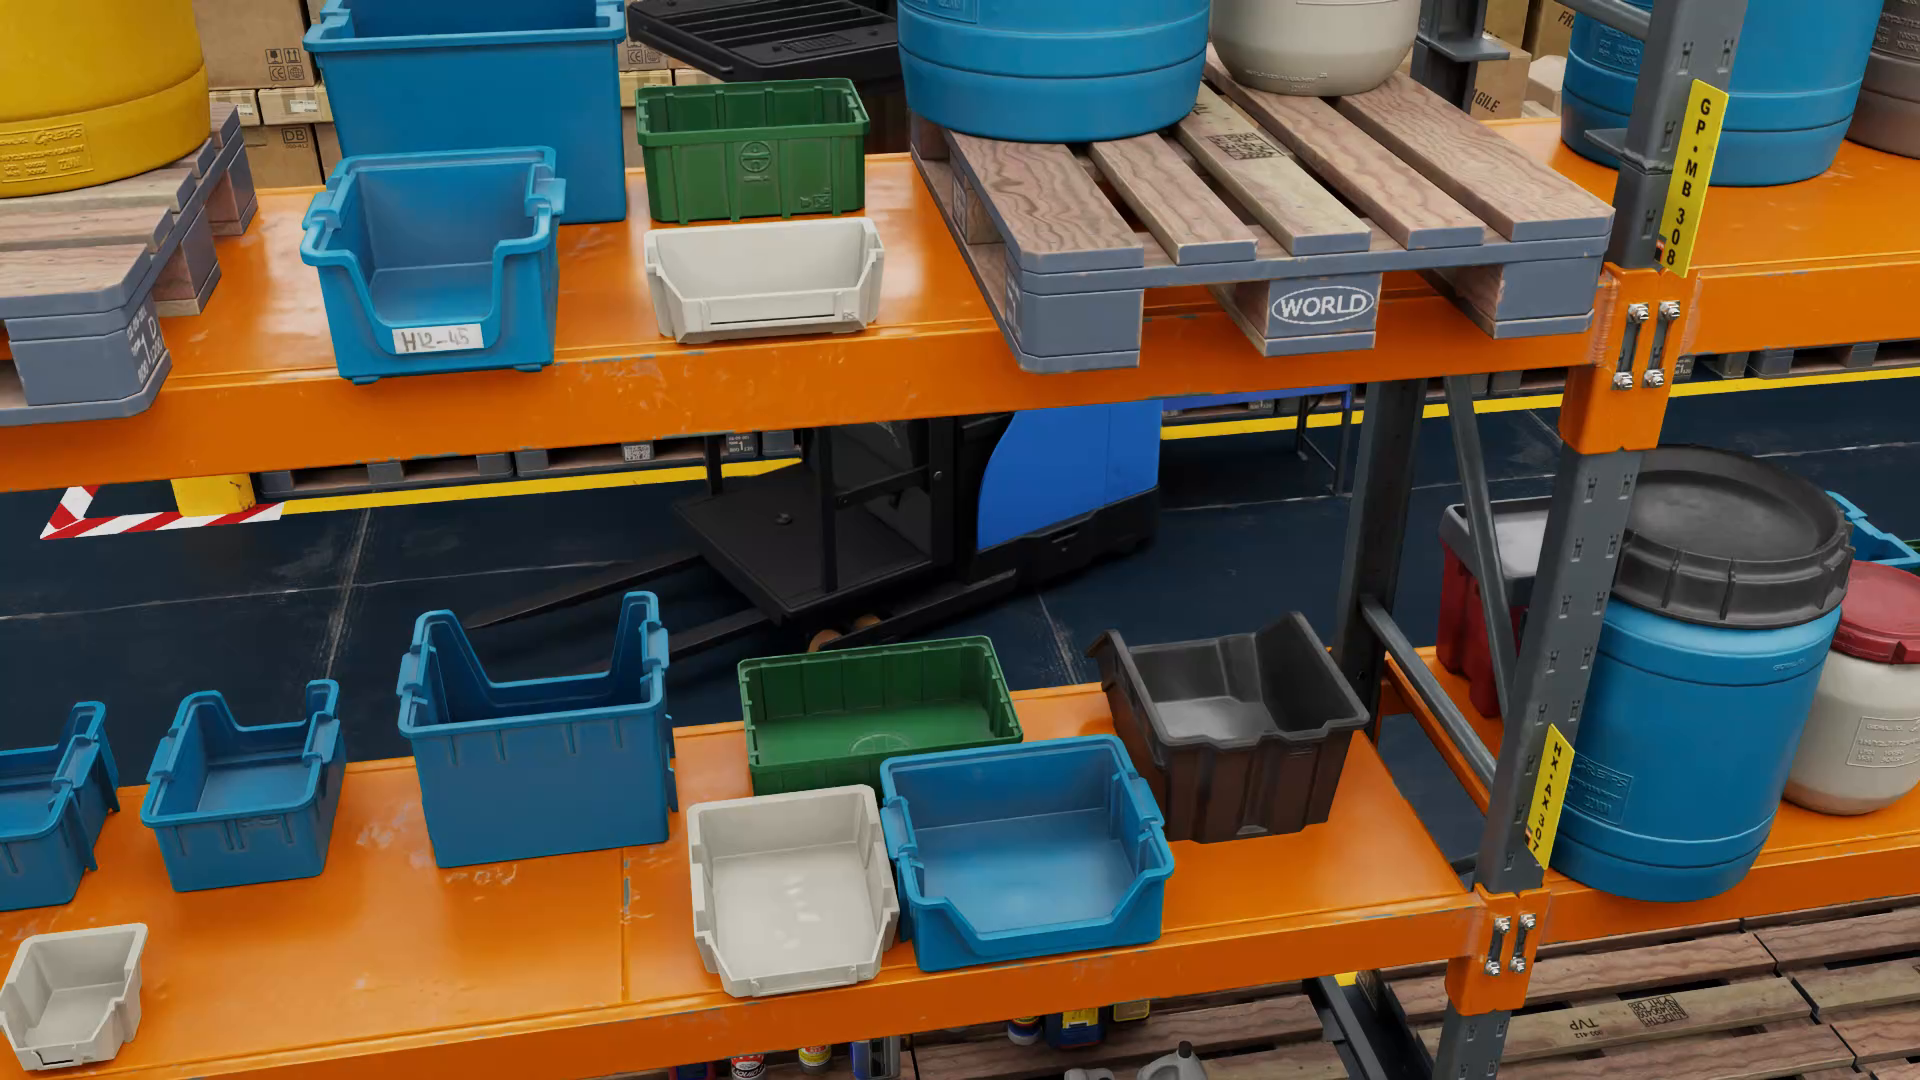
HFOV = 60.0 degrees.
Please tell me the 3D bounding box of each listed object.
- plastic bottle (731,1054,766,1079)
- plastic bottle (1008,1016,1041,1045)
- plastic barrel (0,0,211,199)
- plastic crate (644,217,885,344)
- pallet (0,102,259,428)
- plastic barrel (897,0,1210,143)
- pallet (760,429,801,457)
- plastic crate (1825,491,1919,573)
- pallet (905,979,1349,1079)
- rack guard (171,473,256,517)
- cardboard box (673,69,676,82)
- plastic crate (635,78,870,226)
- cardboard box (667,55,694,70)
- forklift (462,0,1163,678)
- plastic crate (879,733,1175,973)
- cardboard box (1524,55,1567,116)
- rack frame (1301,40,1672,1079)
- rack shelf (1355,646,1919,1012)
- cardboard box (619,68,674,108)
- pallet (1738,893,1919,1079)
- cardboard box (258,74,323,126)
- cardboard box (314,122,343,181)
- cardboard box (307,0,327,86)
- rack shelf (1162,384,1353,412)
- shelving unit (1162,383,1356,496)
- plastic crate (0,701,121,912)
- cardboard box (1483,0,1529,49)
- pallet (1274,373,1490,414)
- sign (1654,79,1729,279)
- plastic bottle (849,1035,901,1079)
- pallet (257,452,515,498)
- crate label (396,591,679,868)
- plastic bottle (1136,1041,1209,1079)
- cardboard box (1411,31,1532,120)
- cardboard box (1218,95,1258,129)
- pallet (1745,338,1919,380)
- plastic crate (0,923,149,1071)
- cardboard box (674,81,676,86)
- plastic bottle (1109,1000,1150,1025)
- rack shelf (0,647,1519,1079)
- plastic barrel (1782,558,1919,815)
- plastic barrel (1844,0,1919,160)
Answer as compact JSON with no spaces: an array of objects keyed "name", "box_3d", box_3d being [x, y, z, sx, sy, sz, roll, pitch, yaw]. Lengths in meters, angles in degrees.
[{"name":"plastic bottle","box_3d":[-0.600,1.432,4.682,0.097,0.201,0.097,0,30,0]},{"name":"plastic bottle","box_3d":[0.187,1.325,4.795,0.097,0.271,0.097,0,30,0]},{"name":"plastic barrel","box_3d":[-1.659,-0.959,2.863,0.600,0.588,0.600,0,30,0]},{"name":"plastic crate","box_3d":[-0.329,-0.433,2.828,0.396,0.136,0.243,-5,31,-9]},{"name":"pallet","box_3d":[-1.926,-0.475,2.826,1.213,0.211,1.003,-5,31,-9]},{"name":"plastic barrel","box_3d":[0.178,-1.255,3.056,0.708,0.901,0.600,-5,31,-9]},{"name":"pallet","box_3d":[-0.502,-0.818,8.933,1.213,0.211,1.003,-5,31,-9]},{"name":"plastic crate","box_3d":[2.206,0.149,4.553,0.575,0.384,0.392,-5,31,-9]},{"name":"pallet","box_3d":[0.509,1.641,4.751,1.213,0.211,1.003,-5,31,-9]},{"name":"rack guard","box_3d":[-3.670,-0.627,8.323,0.348,0.500,1.175,-5,31,-9]},{"name":"cardboard box","box_3d":[-1.278,-2.347,8.043,0.250,0.149,0.380,-6,31,-10]},{"name":"plastic crate","box_3d":[-0.424,-0.795,3.393,0.450,0.188,0.336,-5,31,-9]},{"name":"cardboard box","box_3d":[-1.137,-2.538,7.729,0.500,0.500,0.700,-5,31,-9]},{"name":"forklift","box_3d":[-0.588,-1.033,6.615,3.031,2.935,1.130,-19,36,-29]},{"name":"plastic crate","box_3d":[0.137,0.699,3.749,0.616,0.251,0.499,-5,31,-9]},{"name":"cardboard box","box_3d":[3.308,-2.414,8.983,0.500,0.311,0.500,-6,31,-10]},{"name":"rack frame","box_3d":[1.177,0.398,4.114,0.127,3.000,1.000,-5,31,-9]},{"name":"rack shelf","box_3d":[3.144,0.526,4.606,4.000,0.370,1.077,-5,31,-9]},{"name":"cardboard box","box_3d":[-1.451,-2.122,7.661,0.250,0.149,0.380,-4,31,-7]},{"name":"pallet","box_3d":[3.145,1.396,5.168,1.213,0.211,1.003,-5,31,-9]},{"name":"cardboard box","box_3d":[-2.962,-1.983,7.425,0.250,0.149,0.380,-6,31,-10]},{"name":"cardboard box","box_3d":[-2.669,-1.836,7.815,0.500,0.500,0.700,-5,31,-8]},{"name":"cardboard box","box_3d":[-2.616,-2.401,7.495,0.500,0.500,0.700,-6,31,-10]},{"name":"rack shelf","box_3d":[1.295,-0.766,7.928,1.000,0.185,0.538,-7,31,-12]},{"name":"shelving unit","box_3d":[1.295,-0.921,7.836,1.048,1.500,0.538,-7,31,-12]},{"name":"plastic crate","box_3d":[-2.319,0.633,3.862,0.616,0.251,0.499,-5,31,-9]},{"name":"cardboard box","box_3d":[4.074,-4.163,13.576,0.750,0.750,0.750,-6,31,-10]},{"name":"pallet","box_3d":[2.208,-1.070,9.361,1.213,0.211,1.003,-5,31,-9]},{"name":"sign","box_3d":[1.265,-0.623,2.883,0.005,0.325,0.100,-5,31,-9]},{"name":"plastic bottle","box_3d":[-0.244,1.377,4.702,0.135,0.276,0.152,-5,31,-9]},{"name":"pallet","box_3d":[-2.902,-0.595,8.554,1.213,0.211,1.003,-5,31,-9]},{"name":"crate label","box_3d":[-0.996,0.445,3.999,0.616,0.435,0.502,-5,31,-9]},{"name":"plastic bottle","box_3d":[0.569,1.481,4.451,0.185,0.351,0.144,-5,31,-9]},{"name":"cardboard box","box_3d":[2.575,-2.319,8.636,0.500,0.500,0.500,-7,31,-12]},{"name":"cardboard box","box_3d":[1.565,-2.225,8.476,0.500,0.500,0.500,-3,31,-5]},{"name":"pallet","box_3d":[4.964,-1.284,9.726,1.213,0.211,1.003,-5,31,-9]},{"name":"plastic crate","box_3d":[-1.820,0.956,3.426,0.250,0.136,0.298,-5,31,-9]},{"name":"cardboard box","box_3d":[-1.159,-1.976,8.053,0.500,0.500,0.700,-5,31,-8]},{"name":"plastic bottle","box_3d":[0.491,1.286,4.849,0.133,0.283,0.061,-5,31,-9]},{"name":"rack shelf","box_3d":[-0.791,0.891,3.985,4.000,0.370,1.077,-5,31,-9]},{"name":"plastic barrel","box_3d":[2.157,0.362,4.042,0.433,0.535,0.433,0,30,0]},{"name":"plastic barrel","box_3d":[2.281,-1.325,3.591,0.600,0.901,0.600,0,30,0]}]
